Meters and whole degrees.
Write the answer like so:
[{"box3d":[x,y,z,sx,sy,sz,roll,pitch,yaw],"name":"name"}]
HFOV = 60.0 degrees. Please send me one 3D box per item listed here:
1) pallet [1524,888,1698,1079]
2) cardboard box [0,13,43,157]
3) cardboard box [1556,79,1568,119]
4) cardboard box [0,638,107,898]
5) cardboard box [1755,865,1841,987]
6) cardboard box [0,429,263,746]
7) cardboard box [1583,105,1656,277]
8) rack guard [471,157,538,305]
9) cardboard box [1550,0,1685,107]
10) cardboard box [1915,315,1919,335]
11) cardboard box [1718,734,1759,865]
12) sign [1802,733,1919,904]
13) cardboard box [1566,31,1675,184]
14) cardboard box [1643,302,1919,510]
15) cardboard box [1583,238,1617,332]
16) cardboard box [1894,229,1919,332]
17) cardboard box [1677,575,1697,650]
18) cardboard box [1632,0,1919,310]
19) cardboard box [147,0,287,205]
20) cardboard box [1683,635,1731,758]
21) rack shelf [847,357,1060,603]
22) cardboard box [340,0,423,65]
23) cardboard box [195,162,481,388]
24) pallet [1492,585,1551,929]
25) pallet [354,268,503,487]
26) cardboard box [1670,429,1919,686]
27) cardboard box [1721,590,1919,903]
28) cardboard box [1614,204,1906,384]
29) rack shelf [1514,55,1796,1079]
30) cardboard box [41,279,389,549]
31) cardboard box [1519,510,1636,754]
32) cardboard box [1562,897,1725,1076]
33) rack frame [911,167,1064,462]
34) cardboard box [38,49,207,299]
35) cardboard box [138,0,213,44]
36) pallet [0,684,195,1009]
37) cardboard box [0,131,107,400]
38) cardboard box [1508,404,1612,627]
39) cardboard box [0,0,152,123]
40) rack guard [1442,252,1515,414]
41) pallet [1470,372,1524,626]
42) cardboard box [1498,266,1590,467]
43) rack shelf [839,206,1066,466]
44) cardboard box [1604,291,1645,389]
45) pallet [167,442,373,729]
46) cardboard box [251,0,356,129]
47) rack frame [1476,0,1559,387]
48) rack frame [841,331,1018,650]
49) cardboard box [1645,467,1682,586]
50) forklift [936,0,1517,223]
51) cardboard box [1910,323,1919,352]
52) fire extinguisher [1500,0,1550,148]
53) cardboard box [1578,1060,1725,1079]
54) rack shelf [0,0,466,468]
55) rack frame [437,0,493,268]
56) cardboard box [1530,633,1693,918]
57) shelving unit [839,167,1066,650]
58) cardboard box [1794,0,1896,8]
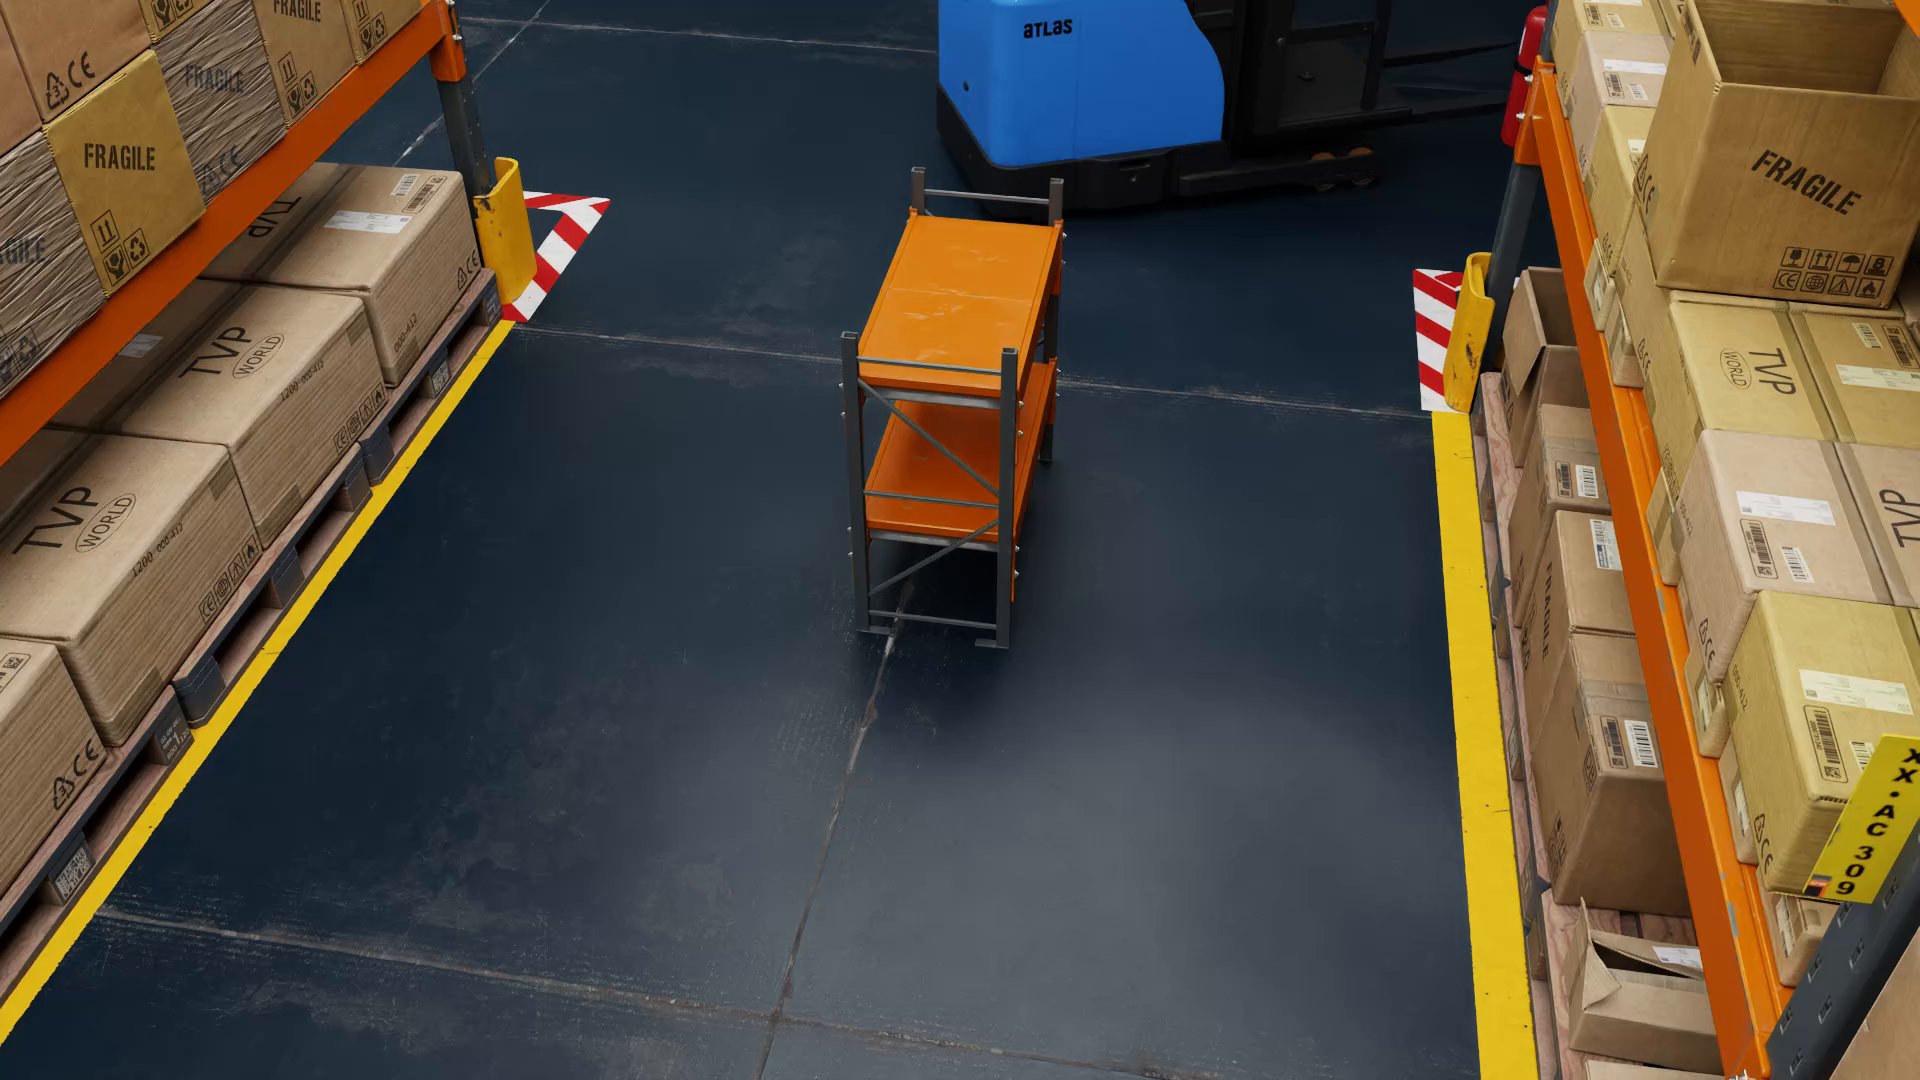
[{"box3d":[1.902,1.415,3.873,1.003,0.211,1.213,6,40,8],"name":"pallet"},{"box3d":[-2.593,-1.106,3.871,0.500,0.500,0.500,7,40,9],"name":"cardboard box"},{"box3d":[2.147,-1.466,5.366,0.380,0.149,0.250,6,40,7],"name":"cardboard box"},{"box3d":[-2.893,0.670,4.267,0.875,0.438,0.875,6,40,7],"name":"cardboard box"},{"box3d":[1.588,0.640,2.819,0.380,0.149,0.250,7,40,8],"name":"cardboard box"},{"box3d":[-2.739,0.108,4.947,0.875,0.438,0.875,5,40,6],"name":"cardboard box"},{"box3d":[1.959,-0.906,4.376,0.500,0.250,0.500,6,40,7],"name":"cardboard box"},{"box3d":[-2.411,-1.336,6.973,1.175,0.500,0.348,6,40,8],"name":"rack guard"},{"box3d":[2.130,-1.541,5.144,0.500,0.250,0.500,7,40,8],"name":"cardboard box"},{"box3d":[2.302,-0.480,3.272,0.500,0.500,0.500,5,40,6],"name":"cardboard box"},{"box3d":[1.612,0.474,3.019,0.380,0.149,0.250,7,40,9],"name":"cardboard box"},{"box3d":[1.246,0.383,2.254,0.100,0.325,0.005,6,40,8],"name":"sign"},{"box3d":[2.043,-1.224,4.761,0.500,0.250,0.500,7,40,8],"name":"cardboard box"},{"box3d":[1.801,-0.260,3.594,0.500,0.250,0.500,6,40,7],"name":"cardboard box"},{"box3d":[1.875,-0.663,4.395,0.380,0.149,0.250,5,40,6],"name":"cardboard box"},{"box3d":[2.385,-0.516,3.904,0.500,0.250,0.500,6,40,8],"name":"cardboard box"},{"box3d":[1.705,0.147,3.415,0.380,0.149,0.250,7,40,9],"name":"cardboard box"},{"box3d":[1.871,-0.888,3.766,0.500,0.500,0.500,7,40,9],"name":"cardboard box"},{"box3d":[-2.419,-1.353,4.954,0.500,0.500,0.500,7,40,9],"name":"cardboard box"},{"box3d":[1.633,0.309,3.220,0.380,0.149,0.250,7,40,9],"name":"cardboard box"},{"box3d":[0.001,-0.249,5.553,0.538,0.278,1.000,6,40,8],"name":"rack shelf"},{"box3d":[-2.238,-1.991,5.725,0.500,0.500,0.500,7,40,8],"name":"cardboard box"},{"box3d":[-2.431,-1.033,6.327,0.875,0.438,0.875,5,40,6],"name":"cardboard box"},{"box3d":[2.111,0.647,4.802,1.003,0.211,1.213,6,40,8],"name":"pallet"},{"box3d":[-2.476,-0.699,6.430,1.003,0.211,1.213,6,40,8],"name":"pallet"},{"box3d":[1.702,0.052,3.217,0.500,0.250,0.500,7,40,8],"name":"cardboard box"},{"box3d":[1.630,0.368,2.835,0.500,0.250,0.500,7,40,9],"name":"cardboard box"},{"box3d":[1.891,-0.583,3.985,0.500,0.250,0.500,5,40,7],"name":"cardboard box"},{"box3d":[2.128,-0.207,4.210,1.077,0.370,4.000,6,40,8],"name":"rack shelf"},{"box3d":[-2.581,-0.458,5.631,0.875,0.438,0.875,7,40,9],"name":"cardboard box"},{"box3d":[1.899,0.289,4.679,0.500,0.500,0.500,7,40,8],"name":"cardboard box"},{"box3d":[1.651,1.057,3.933,0.396,0.266,0.258,8,40,9],"name":"cardboard box"},{"box3d":[0.089,-0.757,5.783,0.500,1.125,0.032,6,40,8],"name":"rack frame"},{"box3d":[-2.496,-1.028,4.561,0.500,0.500,0.500,8,40,9],"name":"cardboard box"},{"box3d":[-2.414,-1.738,4.635,0.500,0.500,0.500,6,40,7],"name":"cardboard box"},{"box3d":[-2.899,0.832,4.577,1.003,0.211,1.213,6,40,8],"name":"pallet"},{"box3d":[-2.585,-0.705,4.170,0.500,0.500,0.500,7,40,8],"name":"cardboard box"},{"box3d":[2.089,-0.032,5.067,0.700,0.500,0.500,8,40,9],"name":"cardboard box"},{"box3d":[-2.503,-1.422,4.253,0.500,0.500,0.500,6,40,7],"name":"cardboard box"},{"box3d":[2.461,-0.728,6.238,1.175,0.500,0.348,6,40,8],"name":"rack guard"},{"box3d":[2.324,-0.116,5.725,1.003,0.211,1.213,6,40,8],"name":"pallet"},{"box3d":[2.275,-0.565,5.709,0.797,0.503,0.637,5,40,6],"name":"cardboard box"},{"box3d":[0.001,-0.663,5.210,0.538,0.278,1.000,6,40,8],"name":"rack shelf"},{"box3d":[1.850,-0.496,4.193,0.380,0.149,0.250,7,40,9],"name":"cardboard box"},{"box3d":[-2.690,0.065,5.506,1.003,0.211,1.213,6,40,8],"name":"pallet"},{"box3d":[-2.340,-1.677,5.346,0.500,0.500,0.500,6,40,7],"name":"cardboard box"},{"box3d":[2.474,-1.739,5.499,1.000,3.000,0.127,6,40,8],"name":"rack frame"},{"box3d":[-0.087,-0.119,5.011,0.500,1.125,0.032,6,40,8],"name":"rack frame"},{"box3d":[1.722,-0.016,3.613,0.380,0.149,0.250,6,40,7],"name":"cardboard box"},{"box3d":[1.461,-3.067,7.159,3.031,2.935,1.130,-10,41,-12],"name":"forklift"},{"box3d":[2.305,-0.206,3.529,0.500,0.250,0.500,7,40,9],"name":"cardboard box"},{"box3d":[2.044,-1.709,5.816,0.296,0.674,0.183,6,40,8],"name":"fire extinguisher"},{"box3d":[1.589,1.326,3.700,0.380,0.149,0.250,5,40,6],"name":"cardboard box"},{"box3d":[-2.761,-0.752,4.869,1.077,0.370,4.000,6,40,8],"name":"rack shelf"},{"box3d":[-2.415,-2.284,6.158,1.000,3.000,0.127,6,40,8],"name":"rack frame"},{"box3d":[1.909,0.620,4.279,0.700,0.500,0.500,5,40,6],"name":"cardboard box"},{"box3d":[0.001,-0.438,5.397,0.538,1.125,1.048,6,40,8],"name":"shelving unit"},{"box3d":[2.656,-1.478,5.068,0.500,0.250,0.500,7,40,9],"name":"cardboard box"}]
